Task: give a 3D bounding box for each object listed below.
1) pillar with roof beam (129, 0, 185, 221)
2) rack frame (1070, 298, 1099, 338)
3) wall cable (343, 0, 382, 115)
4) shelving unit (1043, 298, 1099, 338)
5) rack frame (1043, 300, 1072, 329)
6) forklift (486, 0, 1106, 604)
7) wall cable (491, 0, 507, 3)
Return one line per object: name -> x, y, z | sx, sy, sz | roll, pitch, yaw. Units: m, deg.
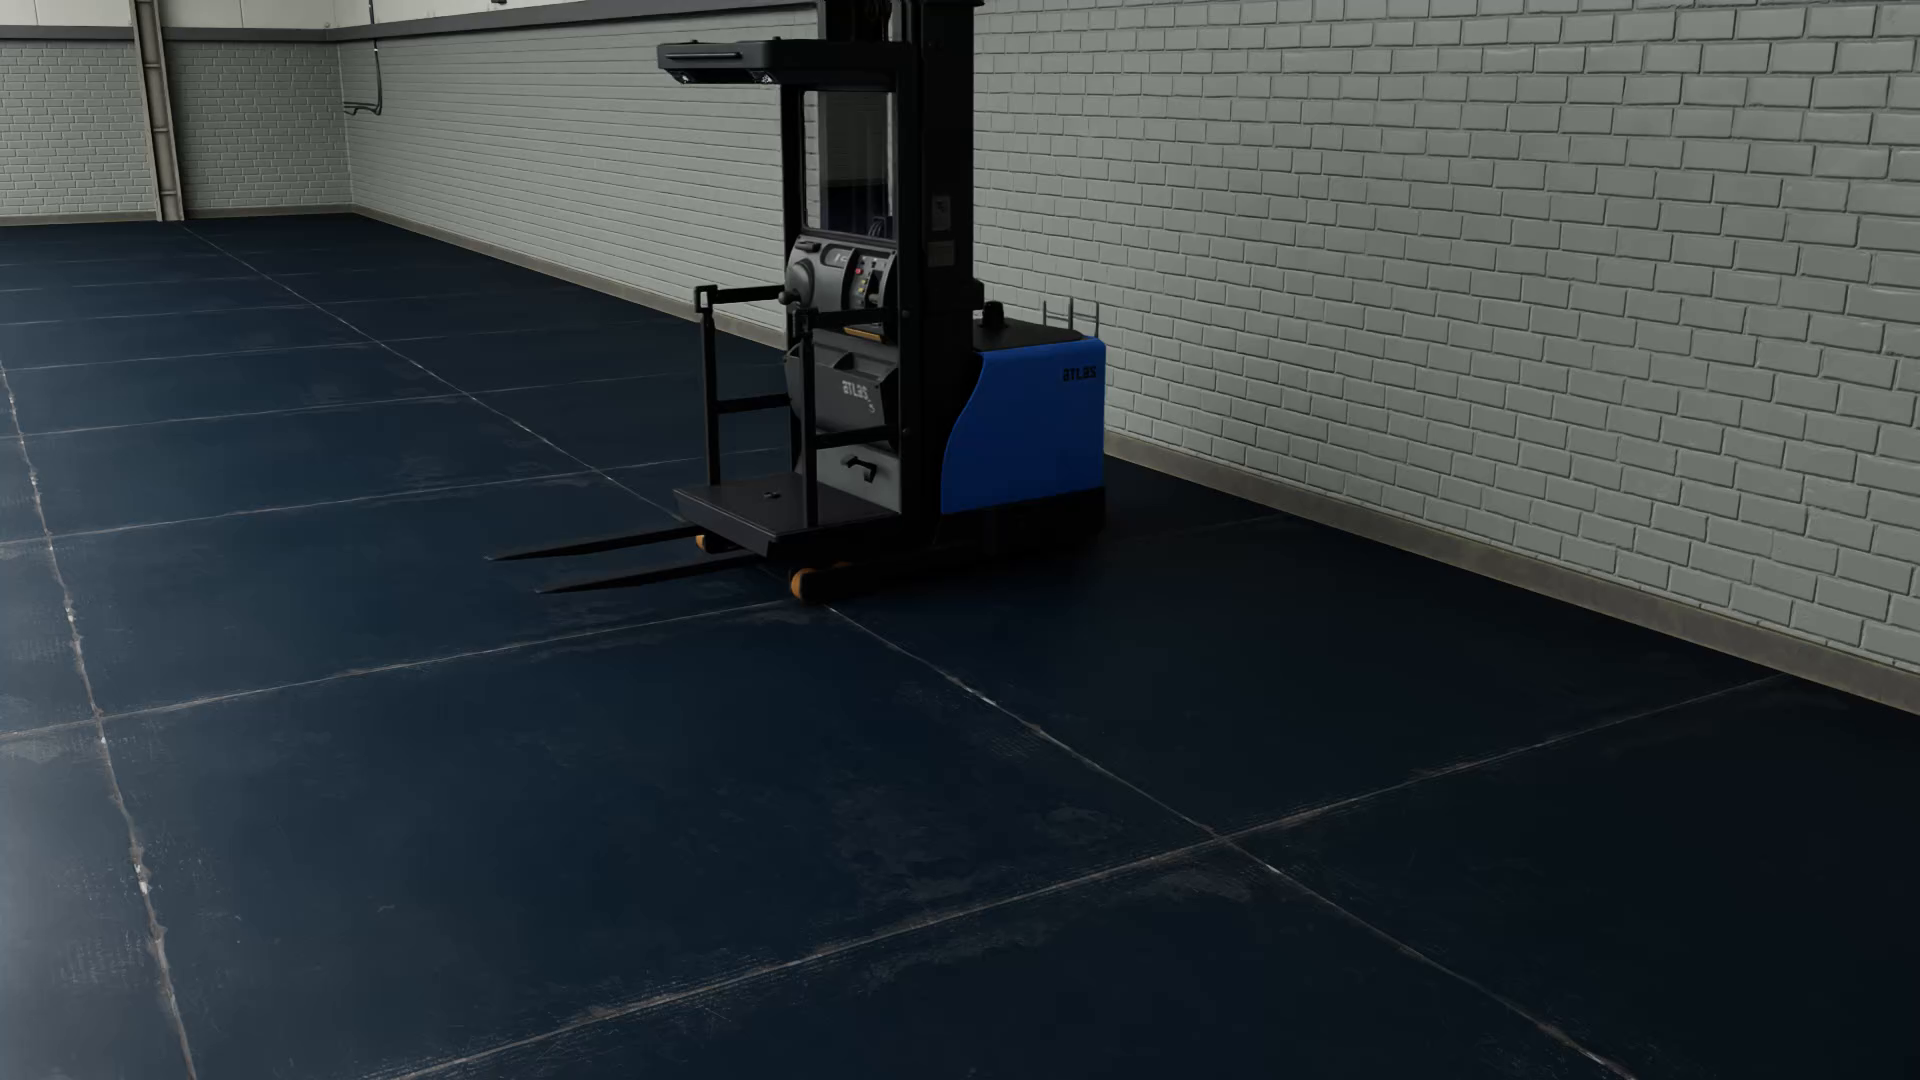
pillar with roof beam -> -11.015, -8.700, 23.112 | 0.400, 9.000, 9.100 | -9, 18, -30
rack frame -> 0.665, -0.702, 9.030 | 0.006, 1.200, 0.240 | -11, 19, -33
wall cable -> -10.026, -8.304, 27.454 | 0.112, 2.526, 3.097 | -9, 18, -30
shelving unit -> 0.589, -0.688, 8.980 | 0.189, 1.200, 0.258 | -11, 19, -33
rack frame -> 0.514, -0.674, 8.930 | 0.006, 1.200, 0.240 | -11, 19, -33
forklift -> -0.748, -1.278, 7.875 | 3.031, 2.935, 1.130 | -11, 19, -33
wall cable -> -5.151, -9.238, 18.733 | 0.169, 6.003, 2.305 | -9, 18, -30
